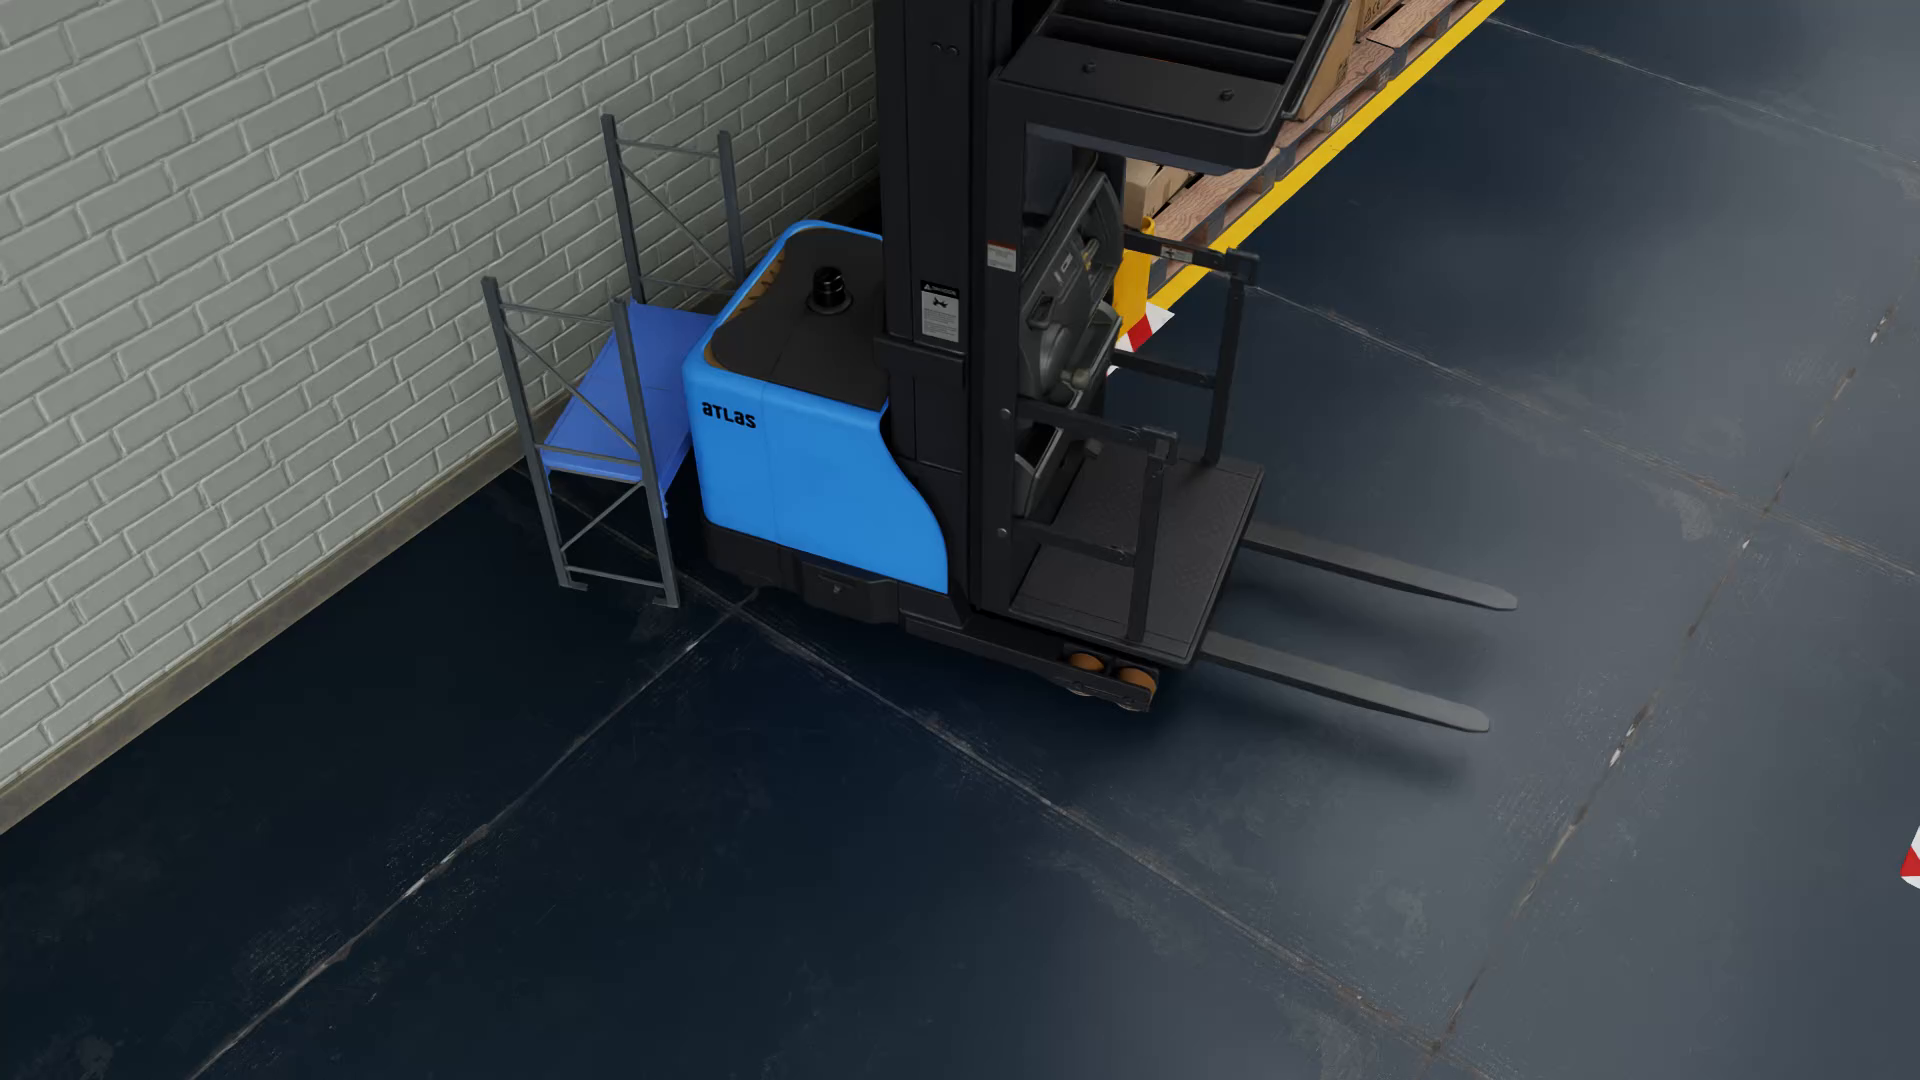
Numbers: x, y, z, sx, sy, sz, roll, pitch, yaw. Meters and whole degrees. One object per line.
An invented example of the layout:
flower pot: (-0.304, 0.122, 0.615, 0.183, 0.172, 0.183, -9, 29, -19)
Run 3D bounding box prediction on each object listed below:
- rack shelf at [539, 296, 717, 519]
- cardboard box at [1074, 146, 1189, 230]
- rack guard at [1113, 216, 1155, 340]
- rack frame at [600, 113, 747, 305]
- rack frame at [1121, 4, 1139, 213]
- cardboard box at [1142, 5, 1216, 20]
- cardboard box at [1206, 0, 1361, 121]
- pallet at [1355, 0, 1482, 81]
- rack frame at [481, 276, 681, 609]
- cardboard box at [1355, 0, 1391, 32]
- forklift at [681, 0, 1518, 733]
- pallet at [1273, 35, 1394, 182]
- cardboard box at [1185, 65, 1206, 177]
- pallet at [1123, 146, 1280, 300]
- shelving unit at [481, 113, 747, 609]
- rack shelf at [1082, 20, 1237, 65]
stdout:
rack shelf: (-1.214, -0.536, 6.473, 0.538, 0.185, 1.000, 10, 47, 10)
cardboard box: (0.773, -1.808, 7.958, 0.500, 0.311, 0.500, 24, 51, 21)
rack guard: (0.325, -1.409, 7.750, 1.175, 0.500, 0.348, 29, 53, 25)
rack frame: (-1.090, -1.017, 6.684, 0.500, 1.500, 0.032, 10, 47, 10)
rack frame: (0.279, -2.229, 6.805, 1.000, 3.000, 0.127, 29, 53, 25)
cardboard box: (0.828, -2.323, 6.985, 0.500, 0.250, 0.500, 28, 52, 24)
cardboard box: (1.610, -2.598, 8.581, 0.700, 0.500, 0.500, 26, 52, 23)
pallet: (2.342, -3.155, 9.618, 1.003, 0.211, 1.213, 29, 53, 25)
rack frame: (-1.339, -0.304, 6.003, 0.500, 1.500, 0.032, 10, 47, 10)
cardboard box: (2.122, -3.195, 9.152, 0.500, 0.500, 0.500, 25, 51, 22)
forklift: (0.562, -0.819, 5.506, 3.031, 2.935, 1.130, 16, 48, 15)
pallet: (1.596, -2.454, 8.948, 1.003, 0.211, 1.213, 29, 53, 25)
cardboard box: (1.122, -2.135, 8.270, 0.500, 0.311, 0.500, 34, 55, 28)
pallet: (0.850, -1.759, 8.284, 1.003, 0.211, 1.213, 29, 53, 25)
shelving unit: (-1.214, -0.660, 6.343, 0.538, 1.500, 1.048, 10, 47, 10)
rack shelf: (1.502, -3.125, 8.158, 1.077, 0.370, 4.000, 29, 53, 25)
